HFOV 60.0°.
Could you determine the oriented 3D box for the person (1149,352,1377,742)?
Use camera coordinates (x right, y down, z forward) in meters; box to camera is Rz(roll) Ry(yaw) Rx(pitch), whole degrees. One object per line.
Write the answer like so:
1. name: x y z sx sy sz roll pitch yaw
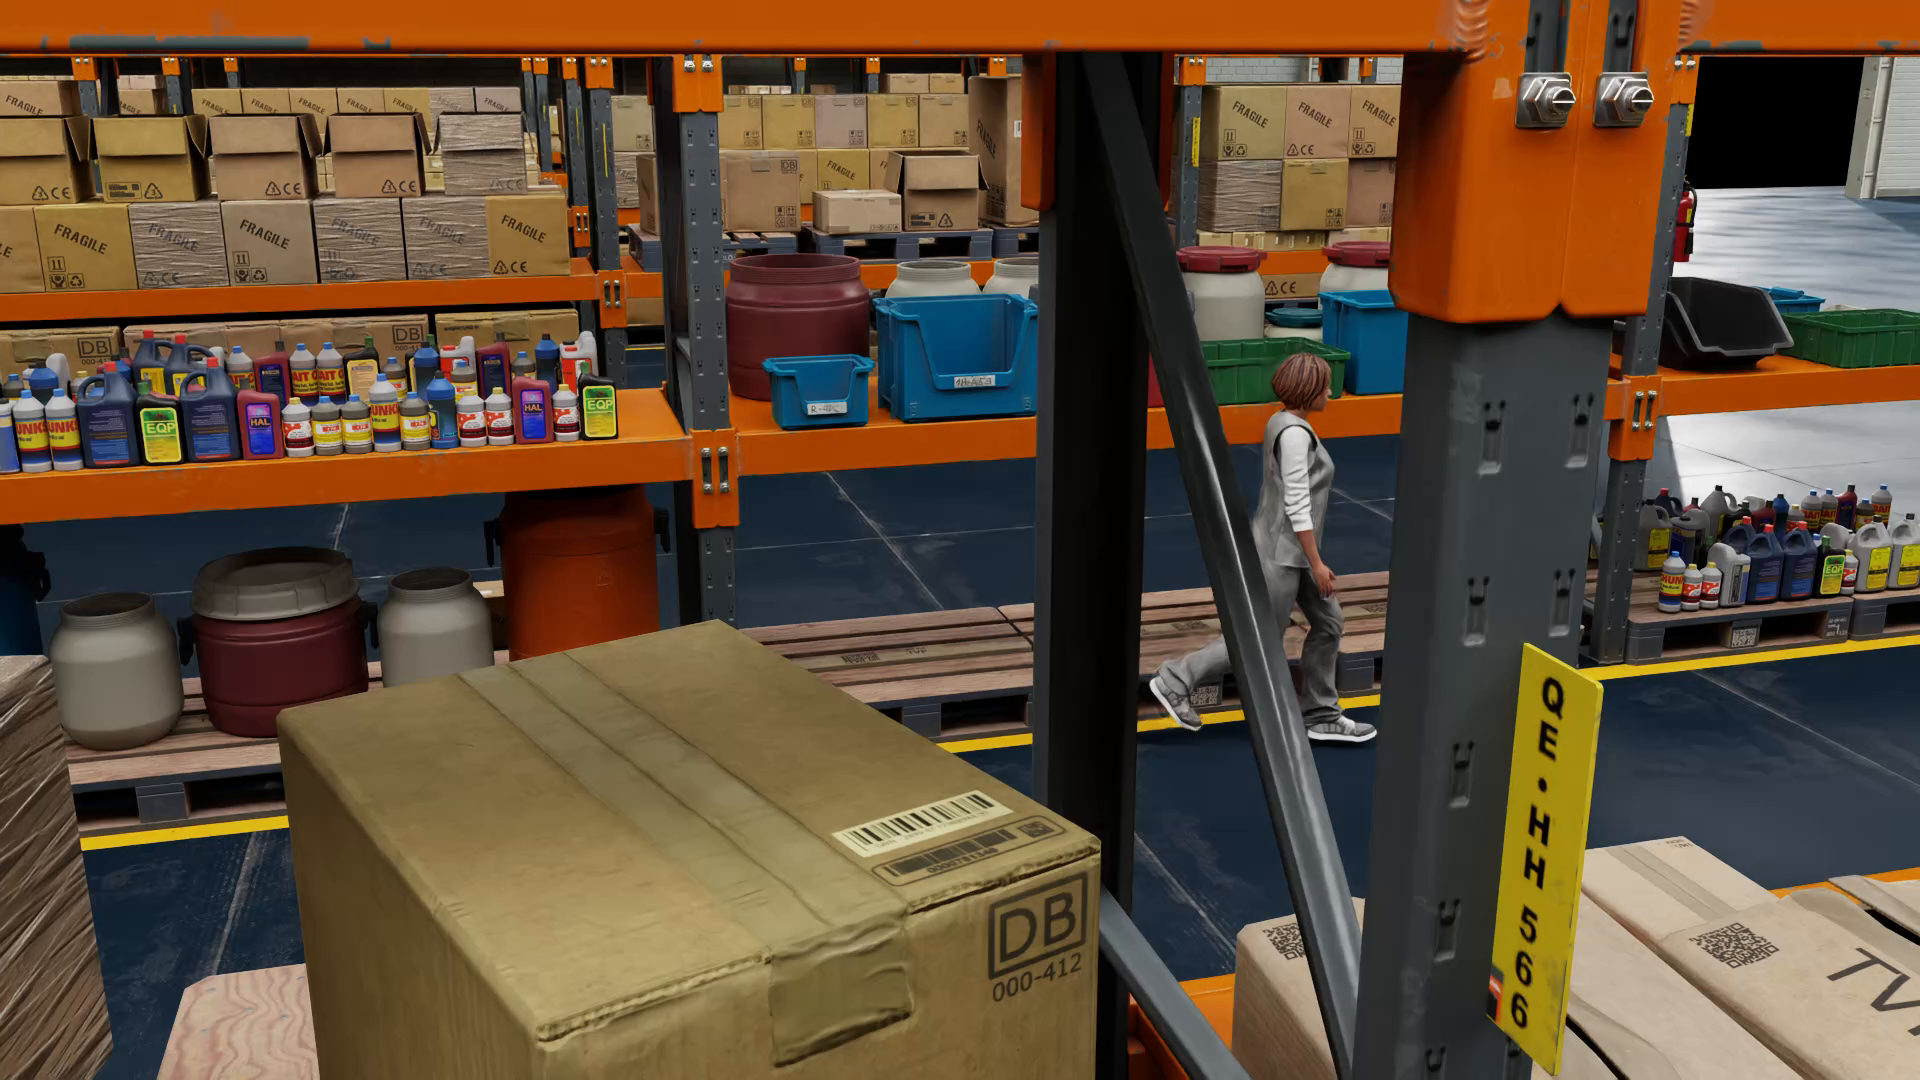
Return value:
1. person: 1.205 0.044 6.428 0.896 1.552 0.416 4 17 12
